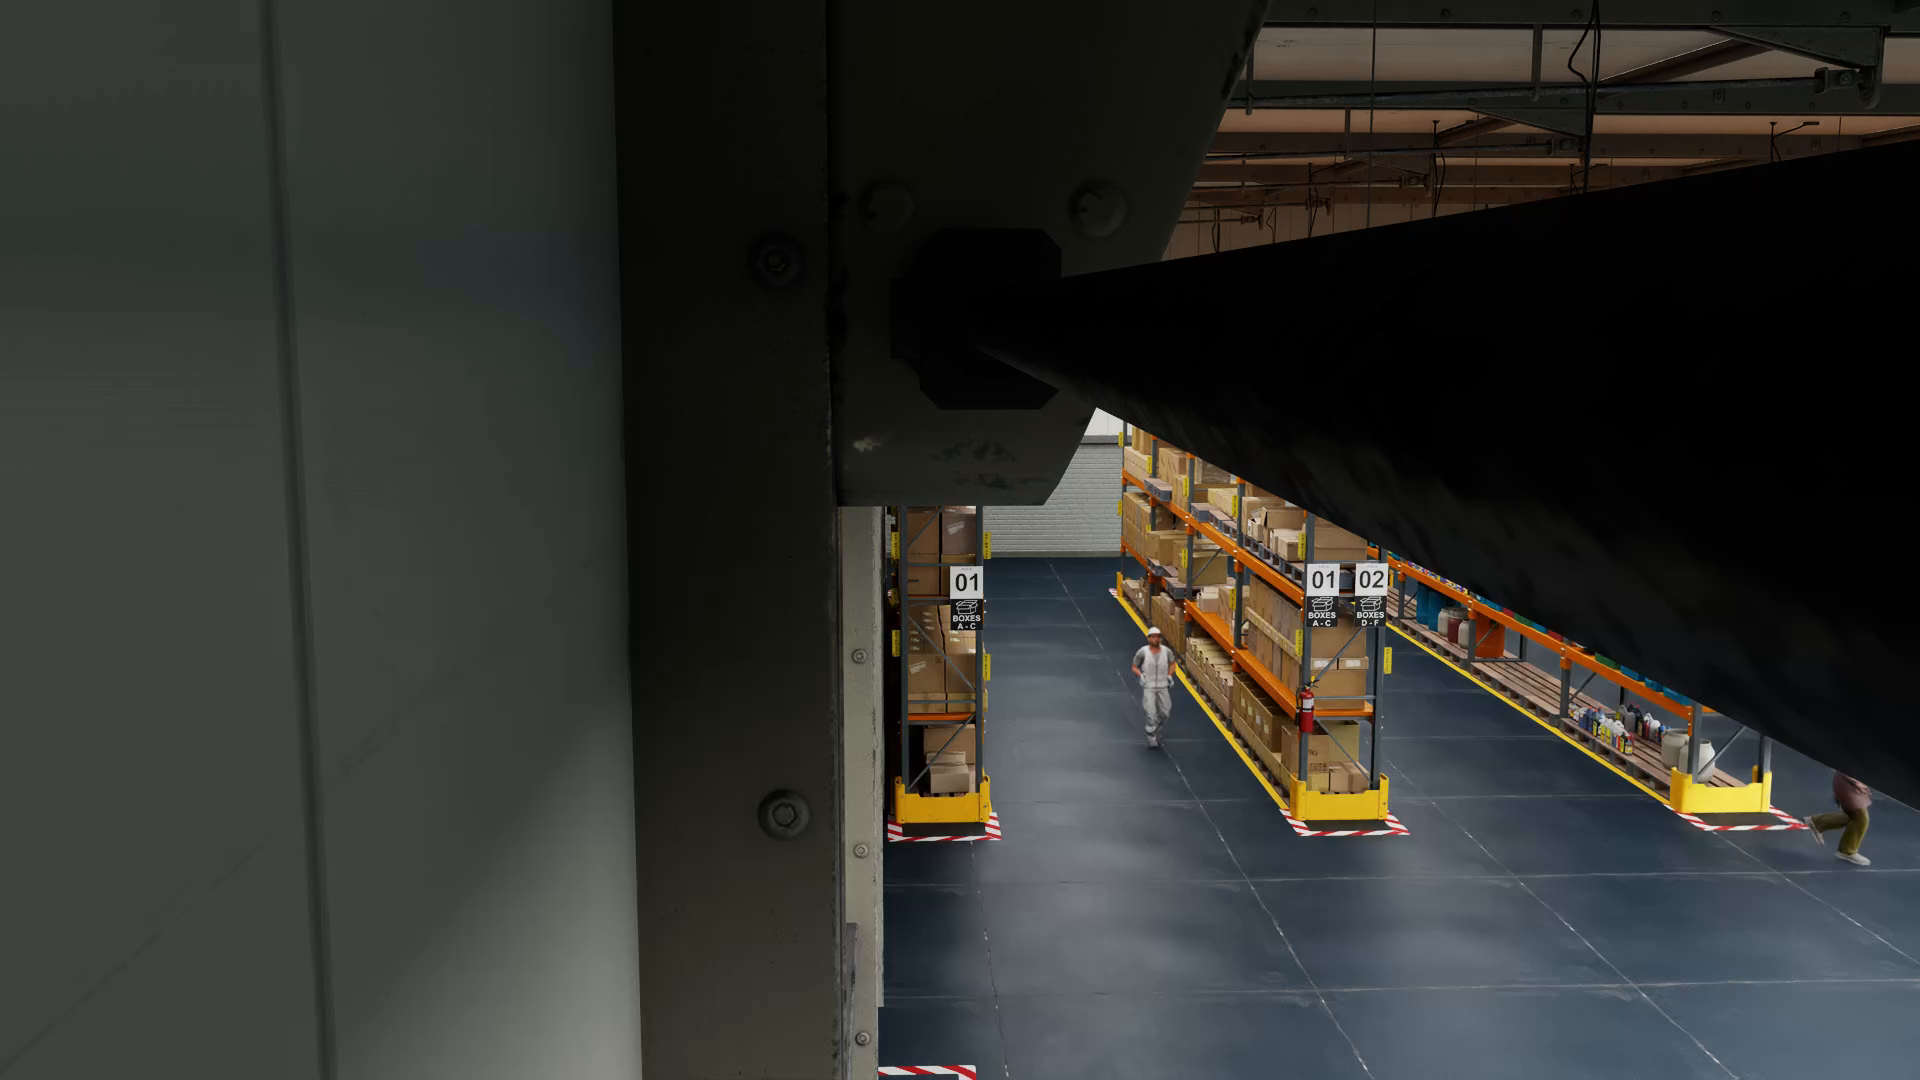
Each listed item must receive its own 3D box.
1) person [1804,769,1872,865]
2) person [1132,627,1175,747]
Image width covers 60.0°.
[{"bbox_3d":[10.119,2.811,19.098,0.721,1.746,0.746,5,10,33],"label":"person"},{"bbox_3d":[2.805,2.119,23.880,0.649,1.740,0.601,-1,8,-4],"label":"person"}]
